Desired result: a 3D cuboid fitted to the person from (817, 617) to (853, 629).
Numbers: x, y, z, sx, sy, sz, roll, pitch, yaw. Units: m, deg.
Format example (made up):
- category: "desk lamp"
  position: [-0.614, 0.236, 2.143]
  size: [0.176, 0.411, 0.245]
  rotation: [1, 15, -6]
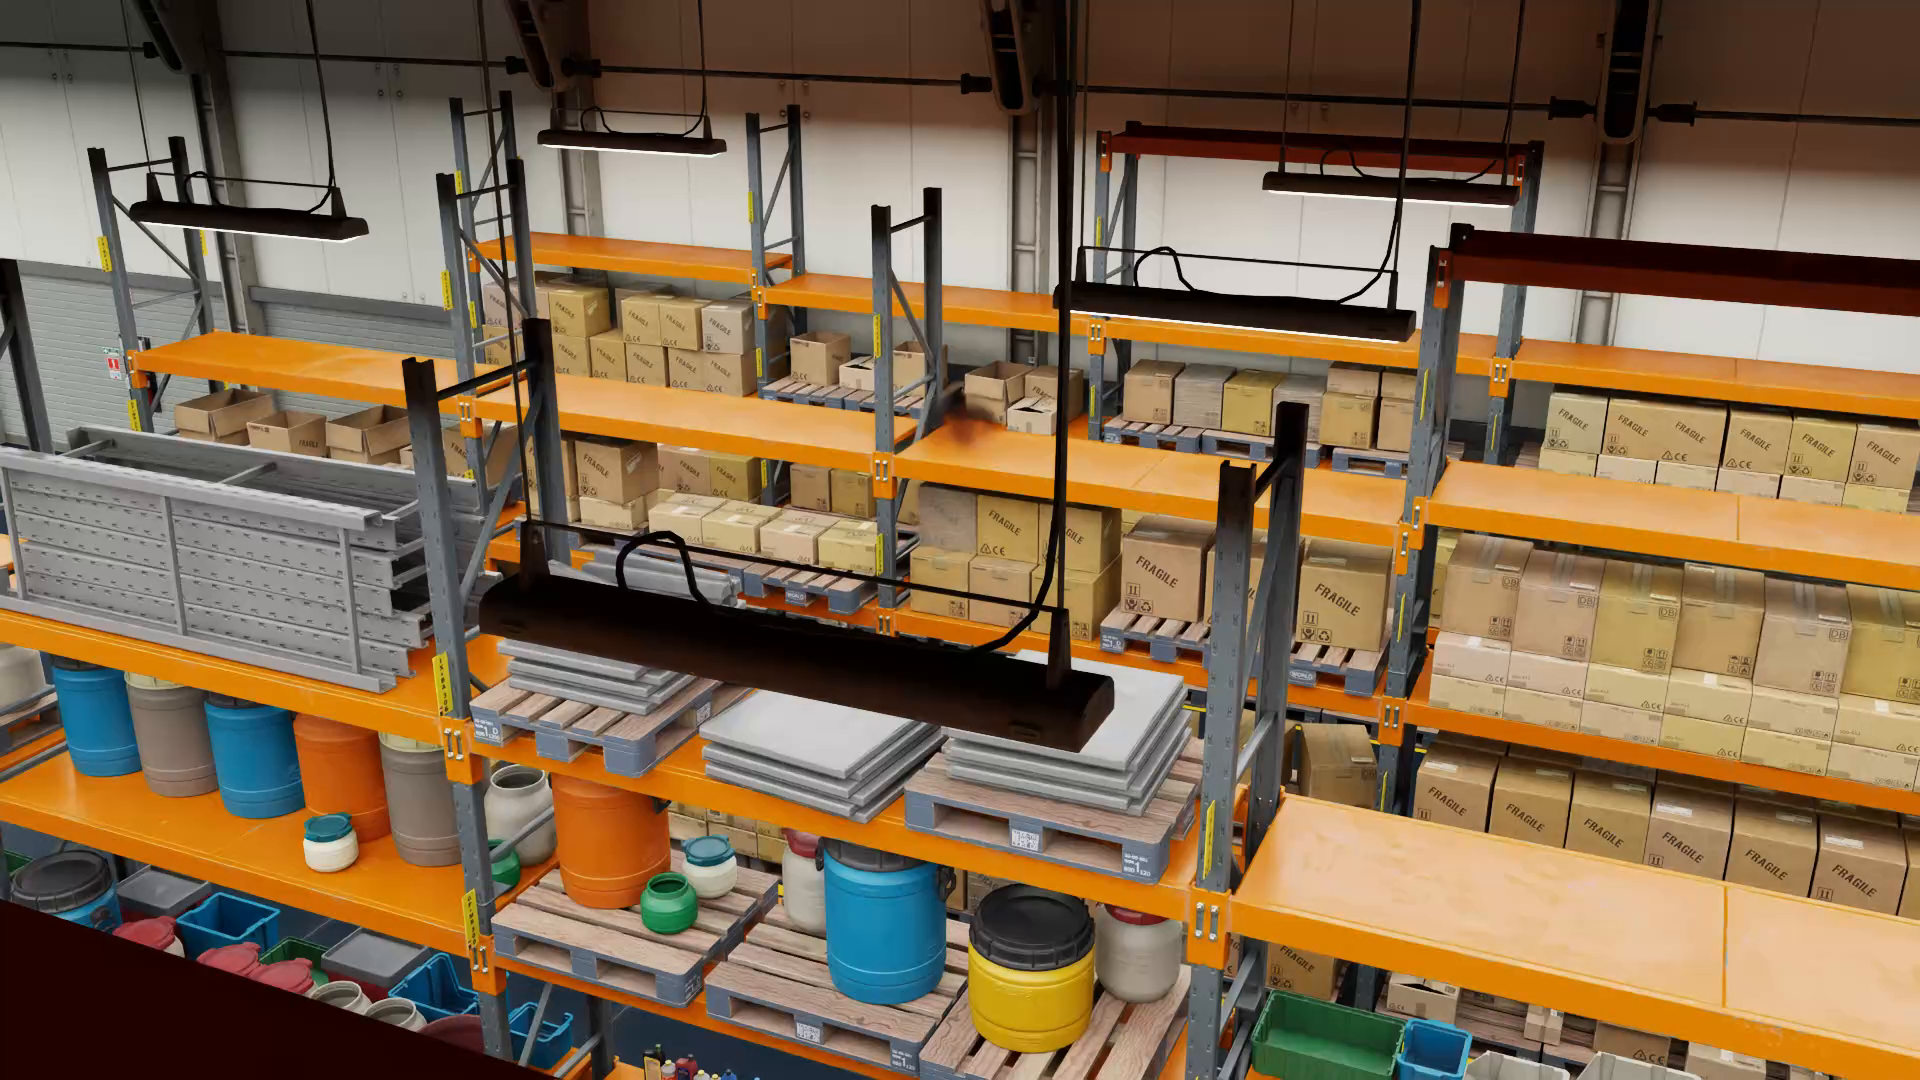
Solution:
- category: "person"
  position: [-1.356, 1.073, 17.573]
  size: [0.538, 1.755, 0.392]
  rotation: [15, 25, 34]
